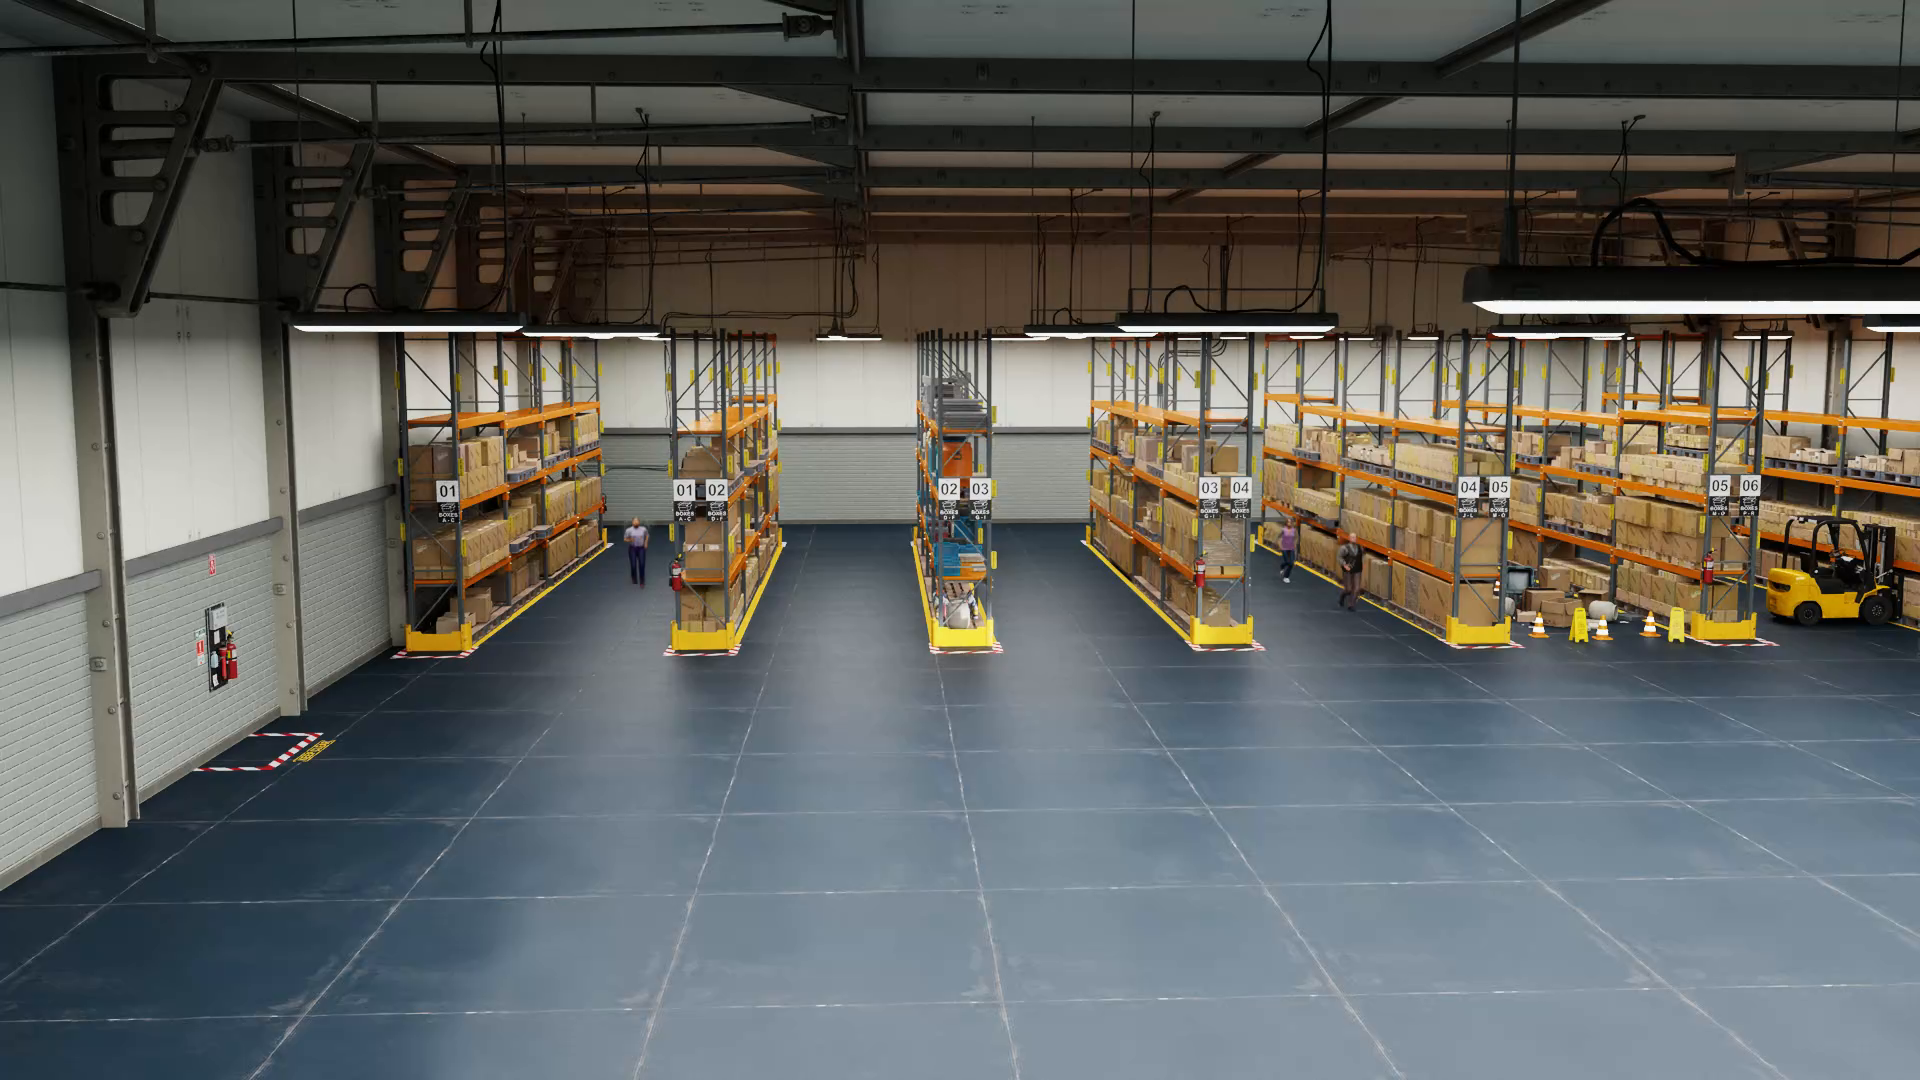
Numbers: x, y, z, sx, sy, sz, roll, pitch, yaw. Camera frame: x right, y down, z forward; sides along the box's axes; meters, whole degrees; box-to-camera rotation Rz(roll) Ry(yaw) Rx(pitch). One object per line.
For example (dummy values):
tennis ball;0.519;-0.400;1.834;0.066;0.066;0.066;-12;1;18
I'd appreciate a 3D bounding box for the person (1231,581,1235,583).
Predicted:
person;6.539;0.147;40.057;0.565;1.676;0.953;0;7;-4

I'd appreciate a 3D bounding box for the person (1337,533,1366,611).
person;8.407;0.688;35.696;0.647;1.675;0.580;-1;7;-11

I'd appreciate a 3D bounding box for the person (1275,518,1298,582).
person;7.886;0.247;39.978;0.533;1.557;0.541;-1;7;-8

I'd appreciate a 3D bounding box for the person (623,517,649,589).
person;-7.620;0.280;39.170;0.602;1.670;0.886;-2;7;-15
